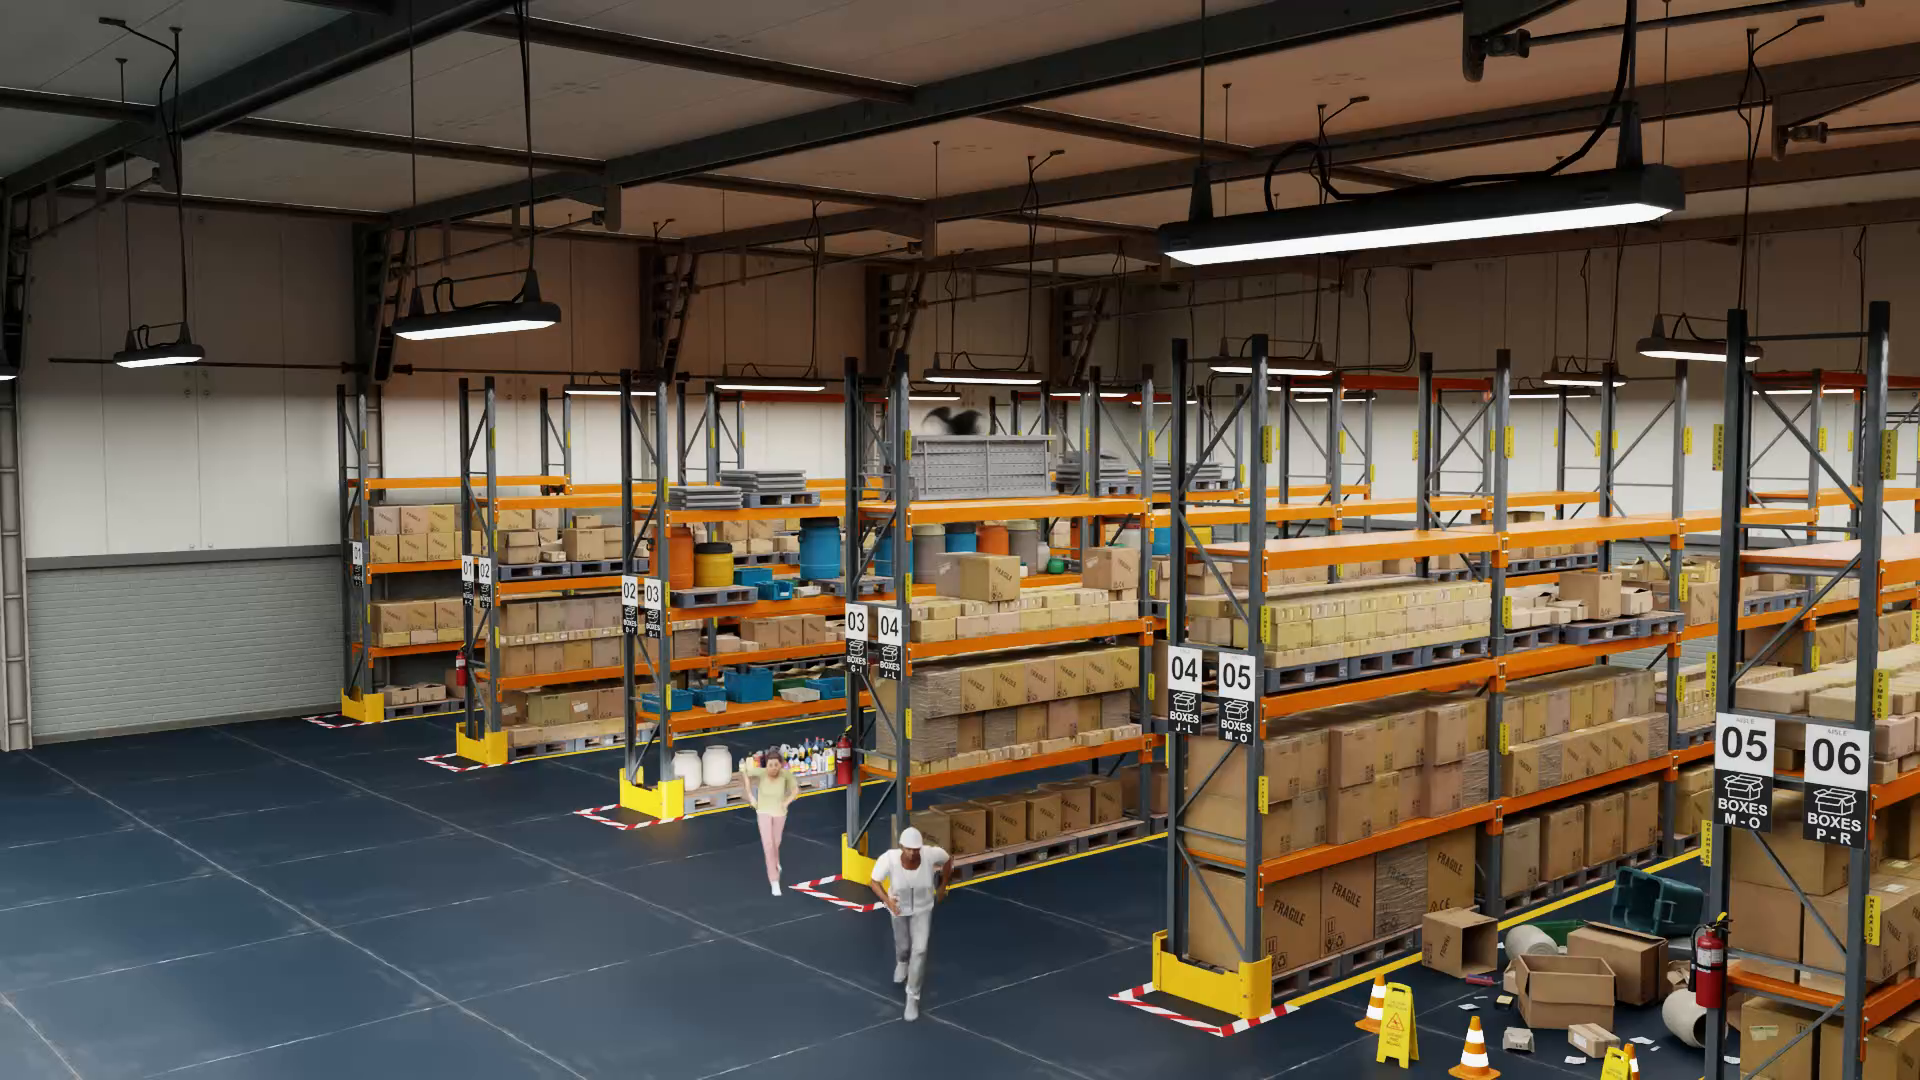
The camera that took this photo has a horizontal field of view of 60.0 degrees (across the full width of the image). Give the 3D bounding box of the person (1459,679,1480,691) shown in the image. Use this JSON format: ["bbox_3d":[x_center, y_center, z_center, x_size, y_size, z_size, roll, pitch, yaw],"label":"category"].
[{"bbox_3d":[7.343,2.736,23.757,0.618,1.821,0.966,4,5,44],"label":"person"}]

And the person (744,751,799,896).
[{"bbox_3d":[-2.134,3.158,18.884,0.617,1.605,0.928,0,4,-6],"label":"person"}]

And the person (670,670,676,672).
[{"bbox_3d":[-5.504,2.233,31.344,0.658,1.733,0.579,2,4,32],"label":"person"}]

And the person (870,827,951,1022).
[{"bbox_3d":[-0.452,3.358,15.000,0.743,1.714,1.056,-1,4,-8],"label":"person"}]
